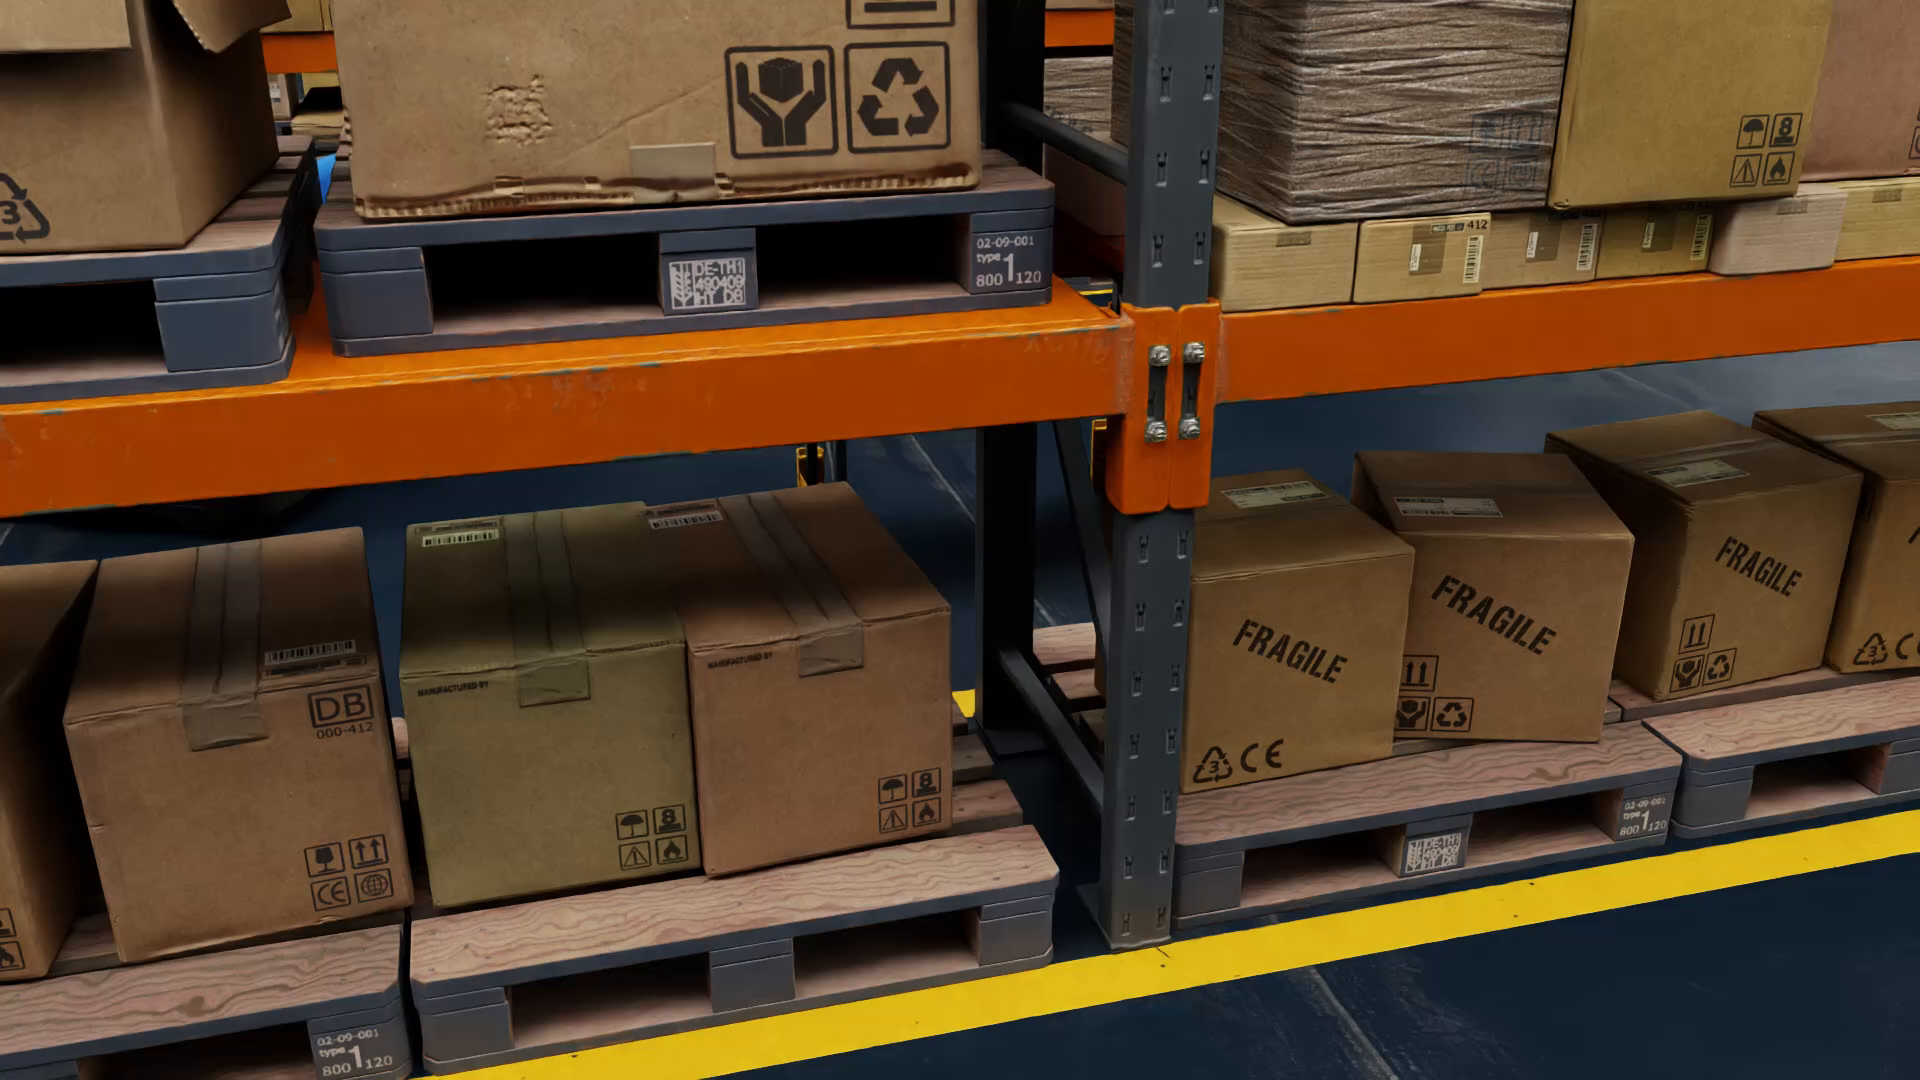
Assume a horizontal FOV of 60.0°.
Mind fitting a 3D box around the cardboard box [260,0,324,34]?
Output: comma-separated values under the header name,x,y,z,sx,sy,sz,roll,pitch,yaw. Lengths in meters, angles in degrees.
name,x,y,z,sx,sy,sz,roll,pitch,yaw
cardboard box,-2.904,-2.367,6.835,0.500,0.500,0.500,-7,24,-15

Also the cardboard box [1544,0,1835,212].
name,x,y,z,sx,sy,sz,roll,pitch,yaw
cardboard box,1.171,-0.994,3.258,0.500,0.500,0.875,-6,24,-14

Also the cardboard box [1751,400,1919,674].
name,x,y,z,sx,sy,sz,roll,pitch,yaw
cardboard box,2.301,-0.021,4.132,0.500,0.500,0.500,-4,24,-9

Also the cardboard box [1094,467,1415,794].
name,x,y,z,sx,sy,sz,roll,pitch,yaw
cardboard box,0.626,0.182,3.660,0.500,0.500,0.500,-7,24,-16

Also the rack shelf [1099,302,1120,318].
name,x,y,z,sx,sy,sz,roll,pitch,yaw
rack shelf,0.082,-0.533,5.046,1.000,0.185,0.538,-6,24,-14

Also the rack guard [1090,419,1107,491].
name,x,y,z,sx,sy,sz,roll,pitch,yaw
rack guard,0.553,-0.176,5.343,0.087,0.250,0.587,-6,24,-14

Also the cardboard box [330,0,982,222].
name,x,y,z,sx,sy,sz,roll,pitch,yaw
cardboard box,-0.573,-1.184,2.912,1.000,1.000,1.000,-6,24,-14

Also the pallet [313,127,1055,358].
name,x,y,z,sx,sy,sz,roll,pitch,yaw
pallet,-0.546,-0.632,3.163,1.213,0.211,1.003,-6,24,-14

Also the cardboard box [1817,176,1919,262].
name,x,y,z,sx,sy,sz,roll,pitch,yaw
cardboard box,1.715,-0.682,3.355,0.250,0.149,0.380,-6,24,-14

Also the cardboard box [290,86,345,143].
name,x,y,z,sx,sy,sz,roll,pitch,yaw
cardboard box,-2.516,-1.598,7.491,0.750,0.750,1.050,-6,24,-14

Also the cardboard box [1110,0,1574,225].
name,x,y,z,sx,sy,sz,roll,pitch,yaw
cardboard box,0.680,-0.954,3.165,0.500,0.500,0.875,-6,24,-14

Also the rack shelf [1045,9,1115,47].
name,x,y,z,sx,sy,sz,roll,pitch,yaw
rack shelf,0.913,-2.523,8.238,4.000,0.370,1.077,-6,24,-14

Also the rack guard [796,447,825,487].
name,x,y,z,sx,sy,sz,roll,pitch,yaw
rack guard,-0.406,-0.070,5.096,0.087,0.250,0.587,-6,24,-14

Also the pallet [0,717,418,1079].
name,x,y,z,sx,sy,sz,roll,pitch,yaw
pallet,-1.696,0.750,3.235,1.213,0.211,1.003,-6,24,-14

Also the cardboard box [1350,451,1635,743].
name,x,y,z,sx,sy,sz,roll,pitch,yaw
cardboard box,1.175,0.118,3.809,0.500,0.500,0.500,1,23,3

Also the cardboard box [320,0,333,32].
name,x,y,z,sx,sy,sz,roll,pitch,yaw
cardboard box,-2.416,-2.422,6.963,0.500,0.500,0.500,-6,24,-14

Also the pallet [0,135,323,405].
name,x,y,z,sx,sy,sz,roll,pitch,yaw
pallet,-1.727,-0.459,2.759,1.213,0.211,1.003,-6,24,-14

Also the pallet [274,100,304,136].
name,x,y,z,sx,sy,sz,roll,pitch,yaw
pallet,-4.373,-3.013,12.004,1.213,0.211,1.003,-6,24,-14

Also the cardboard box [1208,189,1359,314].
name,x,y,z,sx,sy,sz,roll,pitch,yaw
cardboard box,0.518,-0.540,3.023,0.250,0.149,0.380,-6,24,-14

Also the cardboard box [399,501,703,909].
name,x,y,z,sx,sy,sz,roll,pitch,yaw
cardboard box,-0.832,0.301,3.357,0.500,0.500,0.700,-6,24,-15

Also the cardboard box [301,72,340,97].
name,x,y,z,sx,sy,sz,roll,pitch,yaw
cardboard box,-4.312,-3.285,11.902,0.625,0.372,0.950,-6,24,-13

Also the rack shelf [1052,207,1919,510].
name,x,y,z,sx,sy,sz,roll,pitch,yaw
rack shelf,2.155,-0.629,3.825,4.000,0.370,1.077,-6,24,-14

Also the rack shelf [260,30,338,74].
name,x,y,z,sx,sy,sz,roll,pitch,yaw
rack shelf,-2.938,-2.097,7.245,4.000,0.370,1.077,-6,24,-14

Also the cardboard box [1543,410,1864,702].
name,x,y,z,sx,sy,sz,roll,pitch,yaw
cardboard box,1.752,0.022,4.033,0.500,0.500,0.500,-9,25,-19

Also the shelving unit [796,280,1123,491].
name,x,y,z,sx,sy,sz,roll,pitch,yaw
shelving unit,0.073,-0.697,4.973,1.083,1.500,0.587,-6,24,-14

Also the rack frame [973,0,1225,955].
name,x,y,z,sx,sy,sz,roll,pitch,yaw
rack frame,0.230,-0.747,3.186,0.127,3.000,1.000,-6,24,-14

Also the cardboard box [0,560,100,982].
name,x,y,z,sx,sy,sz,roll,pitch,yaw
cardboard box,-1.907,0.420,3.079,0.500,0.500,0.700,-4,24,-10

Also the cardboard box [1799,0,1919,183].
name,x,y,z,sx,sy,sz,roll,pitch,yaw
cardboard box,1.625,-1.085,3.471,0.500,0.500,0.875,-6,24,-14

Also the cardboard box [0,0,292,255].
name,x,y,z,sx,sy,sz,roll,pitch,yaw
cardboard box,-1.414,-0.767,2.571,0.637,0.503,0.797,-4,24,-9

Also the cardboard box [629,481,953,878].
name,x,y,z,sx,sy,sz,roll,pitch,yaw
cardboard box,-0.367,0.257,3.459,0.500,0.500,0.700,-8,25,-18

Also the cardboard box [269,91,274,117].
name,x,y,z,sx,sy,sz,roll,pitch,yaw
cardboard box,-3.413,-1.499,7.259,0.750,0.750,1.050,-6,24,-14

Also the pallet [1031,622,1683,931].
name,x,y,z,sx,sy,sz,roll,pitch,yaw
pallet,0.867,0.450,3.934,1.213,0.211,1.003,-6,24,-14

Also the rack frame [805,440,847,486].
name,x,y,z,sx,sy,sz,roll,pitch,yaw
rack frame,-0.407,-0.644,4.849,0.032,1.500,0.500,-6,24,-14

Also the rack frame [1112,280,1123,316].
name,x,y,z,sx,sy,sz,roll,pitch,yaw
rack frame,0.572,-0.752,5.102,0.032,1.500,0.500,-6,24,-14

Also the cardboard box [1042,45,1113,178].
name,x,y,z,sx,sy,sz,roll,pitch,yaw
cardboard box,0.478,-1.995,8.257,0.875,0.875,0.875,-6,24,-14

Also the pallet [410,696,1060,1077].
name,x,y,z,sx,sy,sz,roll,pitch,yaw
pallet,-0.520,0.618,3.541,1.213,0.211,1.003,-6,24,-14

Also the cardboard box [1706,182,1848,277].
name,x,y,z,sx,sy,sz,roll,pitch,yaw
cardboard box,1.485,-0.640,3.256,0.250,0.149,0.380,-6,24,-14

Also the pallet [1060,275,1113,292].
name,x,y,z,sx,sy,sz,roll,pitch,yaw
pallet,0.917,-1.542,8.575,1.213,0.211,1.003,-6,24,-14

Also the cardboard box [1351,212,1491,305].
name,x,y,z,sx,sy,sz,roll,pitch,yaw
cardboard box,0.762,-0.562,3.073,0.250,0.149,0.380,-6,24,-14

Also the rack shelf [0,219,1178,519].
name,x,y,z,sx,sy,sz,roll,pitch,yaw
rack shelf,-1.696,-0.203,2.832,4.000,0.370,1.077,-6,24,-14

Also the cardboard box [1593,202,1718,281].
name,x,y,z,sx,sy,sz,roll,pitch,yaw
cardboard box,1.234,-0.629,3.230,0.250,0.149,0.380,-6,24,-14

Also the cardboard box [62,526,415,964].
name,x,y,z,sx,sy,sz,roll,pitch,yaw
cardboard box,-1.370,0.360,3.218,0.500,0.500,0.700,-8,25,-19

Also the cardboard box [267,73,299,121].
name,x,y,z,sx,sy,sz,roll,pitch,yaw
cardboard box,-5.044,-3.206,11.719,0.625,0.372,0.950,-7,24,-15

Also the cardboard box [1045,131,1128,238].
name,x,y,z,sx,sy,sz,roll,pitch,yaw
cardboard box,0.357,-0.766,3.549,0.250,0.149,0.380,-6,24,-14

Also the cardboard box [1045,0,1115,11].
name,x,y,z,sx,sy,sz,roll,pitch,yaw
cardboard box,0.414,-2.833,7.859,0.550,0.550,0.875,-6,24,-14

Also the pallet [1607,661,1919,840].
name,x,y,z,sx,sy,sz,roll,pitch,yaw
pallet,2.044,0.318,4.240,1.213,0.211,1.003,-6,24,-14

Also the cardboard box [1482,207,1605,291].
name,x,y,z,sx,sy,sz,roll,pitch,yaw
cardboard box,0.995,-0.599,3.160,0.250,0.149,0.380,-6,24,-14

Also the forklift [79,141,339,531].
name,x,y,z,sx,sy,sz,roll,pitch,yaw
forklift,-3.541,-1.663,5.408,3.031,2.935,1.130,5,24,12
